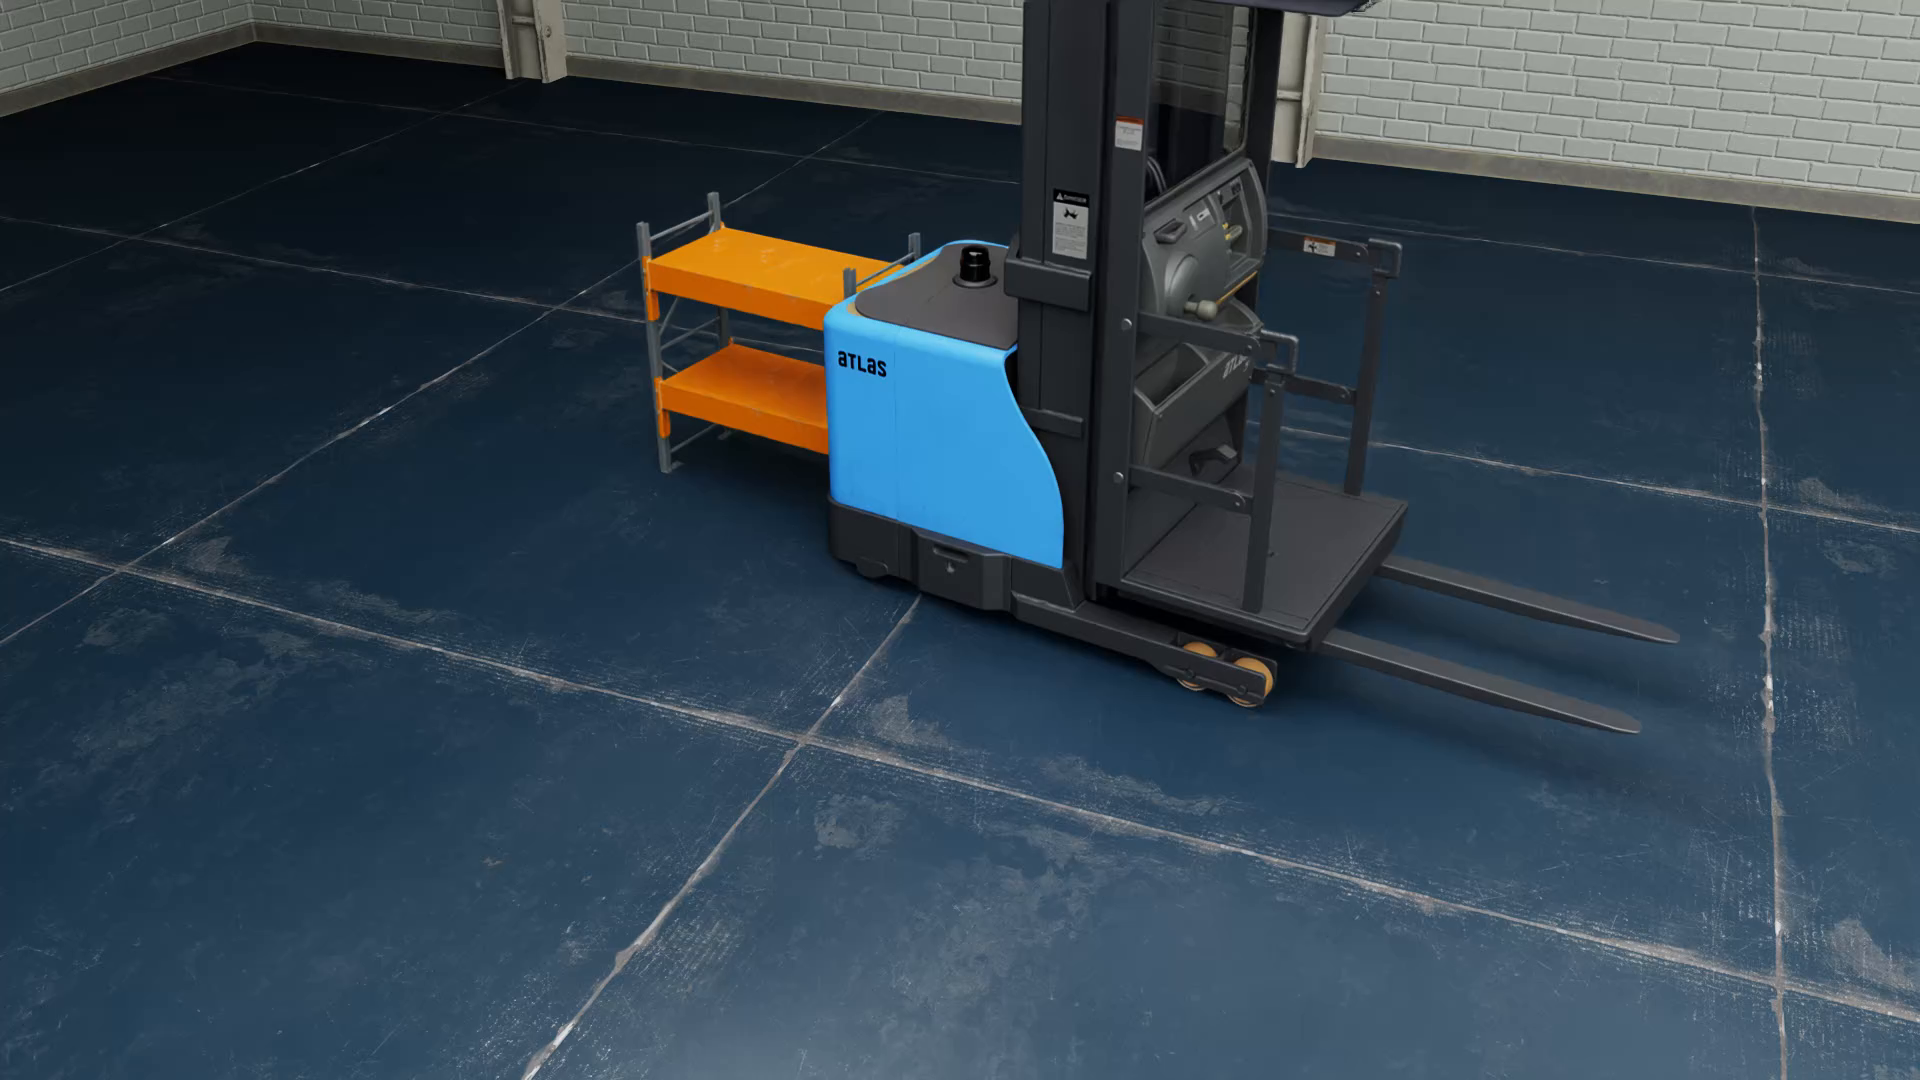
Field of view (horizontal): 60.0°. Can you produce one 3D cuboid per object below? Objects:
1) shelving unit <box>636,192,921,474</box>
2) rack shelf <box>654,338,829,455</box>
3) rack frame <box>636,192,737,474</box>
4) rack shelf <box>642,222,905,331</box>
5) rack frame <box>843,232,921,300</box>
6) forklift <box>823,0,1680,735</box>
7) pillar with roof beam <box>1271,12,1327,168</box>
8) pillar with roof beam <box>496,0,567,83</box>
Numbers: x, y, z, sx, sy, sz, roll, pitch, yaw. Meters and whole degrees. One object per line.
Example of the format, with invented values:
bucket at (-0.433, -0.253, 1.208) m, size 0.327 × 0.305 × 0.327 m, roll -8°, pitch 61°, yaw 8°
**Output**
shelving unit at (-0.734, -0.759, 6.950) m, size 1.048 × 1.125 × 0.538 m, roll 17°, pitch 33°, yaw 27°
rack shelf at (-0.734, -0.546, 7.070) m, size 1.000 × 0.278 × 0.538 m, roll 17°, pitch 33°, yaw 27°
rack frame at (-1.168, -0.889, 7.179) m, size 0.032 × 1.125 × 0.500 m, roll 17°, pitch 33°, yaw 27°
rack shelf at (-0.734, -1.014, 6.806) m, size 1.000 × 0.278 × 0.538 m, roll 17°, pitch 33°, yaw 27°
rack frame at (-0.299, -0.629, 6.720) m, size 0.032 × 1.125 × 0.500 m, roll 17°, pitch 33°, yaw 27°
forklift at (1.011, -1.000, 5.540) m, size 3.031 × 2.935 × 1.130 m, roll 17°, pitch 33°, yaw 27°
pillar with roof beam at (0.560, -4.558, 5.668) m, size 0.400 × 9.000 × 9.100 m, roll 11°, pitch 31°, yaw 19°
pillar with roof beam at (-5.000, -5.668, 7.632) m, size 0.400 × 9.000 × 9.100 m, roll 11°, pitch 31°, yaw 19°
